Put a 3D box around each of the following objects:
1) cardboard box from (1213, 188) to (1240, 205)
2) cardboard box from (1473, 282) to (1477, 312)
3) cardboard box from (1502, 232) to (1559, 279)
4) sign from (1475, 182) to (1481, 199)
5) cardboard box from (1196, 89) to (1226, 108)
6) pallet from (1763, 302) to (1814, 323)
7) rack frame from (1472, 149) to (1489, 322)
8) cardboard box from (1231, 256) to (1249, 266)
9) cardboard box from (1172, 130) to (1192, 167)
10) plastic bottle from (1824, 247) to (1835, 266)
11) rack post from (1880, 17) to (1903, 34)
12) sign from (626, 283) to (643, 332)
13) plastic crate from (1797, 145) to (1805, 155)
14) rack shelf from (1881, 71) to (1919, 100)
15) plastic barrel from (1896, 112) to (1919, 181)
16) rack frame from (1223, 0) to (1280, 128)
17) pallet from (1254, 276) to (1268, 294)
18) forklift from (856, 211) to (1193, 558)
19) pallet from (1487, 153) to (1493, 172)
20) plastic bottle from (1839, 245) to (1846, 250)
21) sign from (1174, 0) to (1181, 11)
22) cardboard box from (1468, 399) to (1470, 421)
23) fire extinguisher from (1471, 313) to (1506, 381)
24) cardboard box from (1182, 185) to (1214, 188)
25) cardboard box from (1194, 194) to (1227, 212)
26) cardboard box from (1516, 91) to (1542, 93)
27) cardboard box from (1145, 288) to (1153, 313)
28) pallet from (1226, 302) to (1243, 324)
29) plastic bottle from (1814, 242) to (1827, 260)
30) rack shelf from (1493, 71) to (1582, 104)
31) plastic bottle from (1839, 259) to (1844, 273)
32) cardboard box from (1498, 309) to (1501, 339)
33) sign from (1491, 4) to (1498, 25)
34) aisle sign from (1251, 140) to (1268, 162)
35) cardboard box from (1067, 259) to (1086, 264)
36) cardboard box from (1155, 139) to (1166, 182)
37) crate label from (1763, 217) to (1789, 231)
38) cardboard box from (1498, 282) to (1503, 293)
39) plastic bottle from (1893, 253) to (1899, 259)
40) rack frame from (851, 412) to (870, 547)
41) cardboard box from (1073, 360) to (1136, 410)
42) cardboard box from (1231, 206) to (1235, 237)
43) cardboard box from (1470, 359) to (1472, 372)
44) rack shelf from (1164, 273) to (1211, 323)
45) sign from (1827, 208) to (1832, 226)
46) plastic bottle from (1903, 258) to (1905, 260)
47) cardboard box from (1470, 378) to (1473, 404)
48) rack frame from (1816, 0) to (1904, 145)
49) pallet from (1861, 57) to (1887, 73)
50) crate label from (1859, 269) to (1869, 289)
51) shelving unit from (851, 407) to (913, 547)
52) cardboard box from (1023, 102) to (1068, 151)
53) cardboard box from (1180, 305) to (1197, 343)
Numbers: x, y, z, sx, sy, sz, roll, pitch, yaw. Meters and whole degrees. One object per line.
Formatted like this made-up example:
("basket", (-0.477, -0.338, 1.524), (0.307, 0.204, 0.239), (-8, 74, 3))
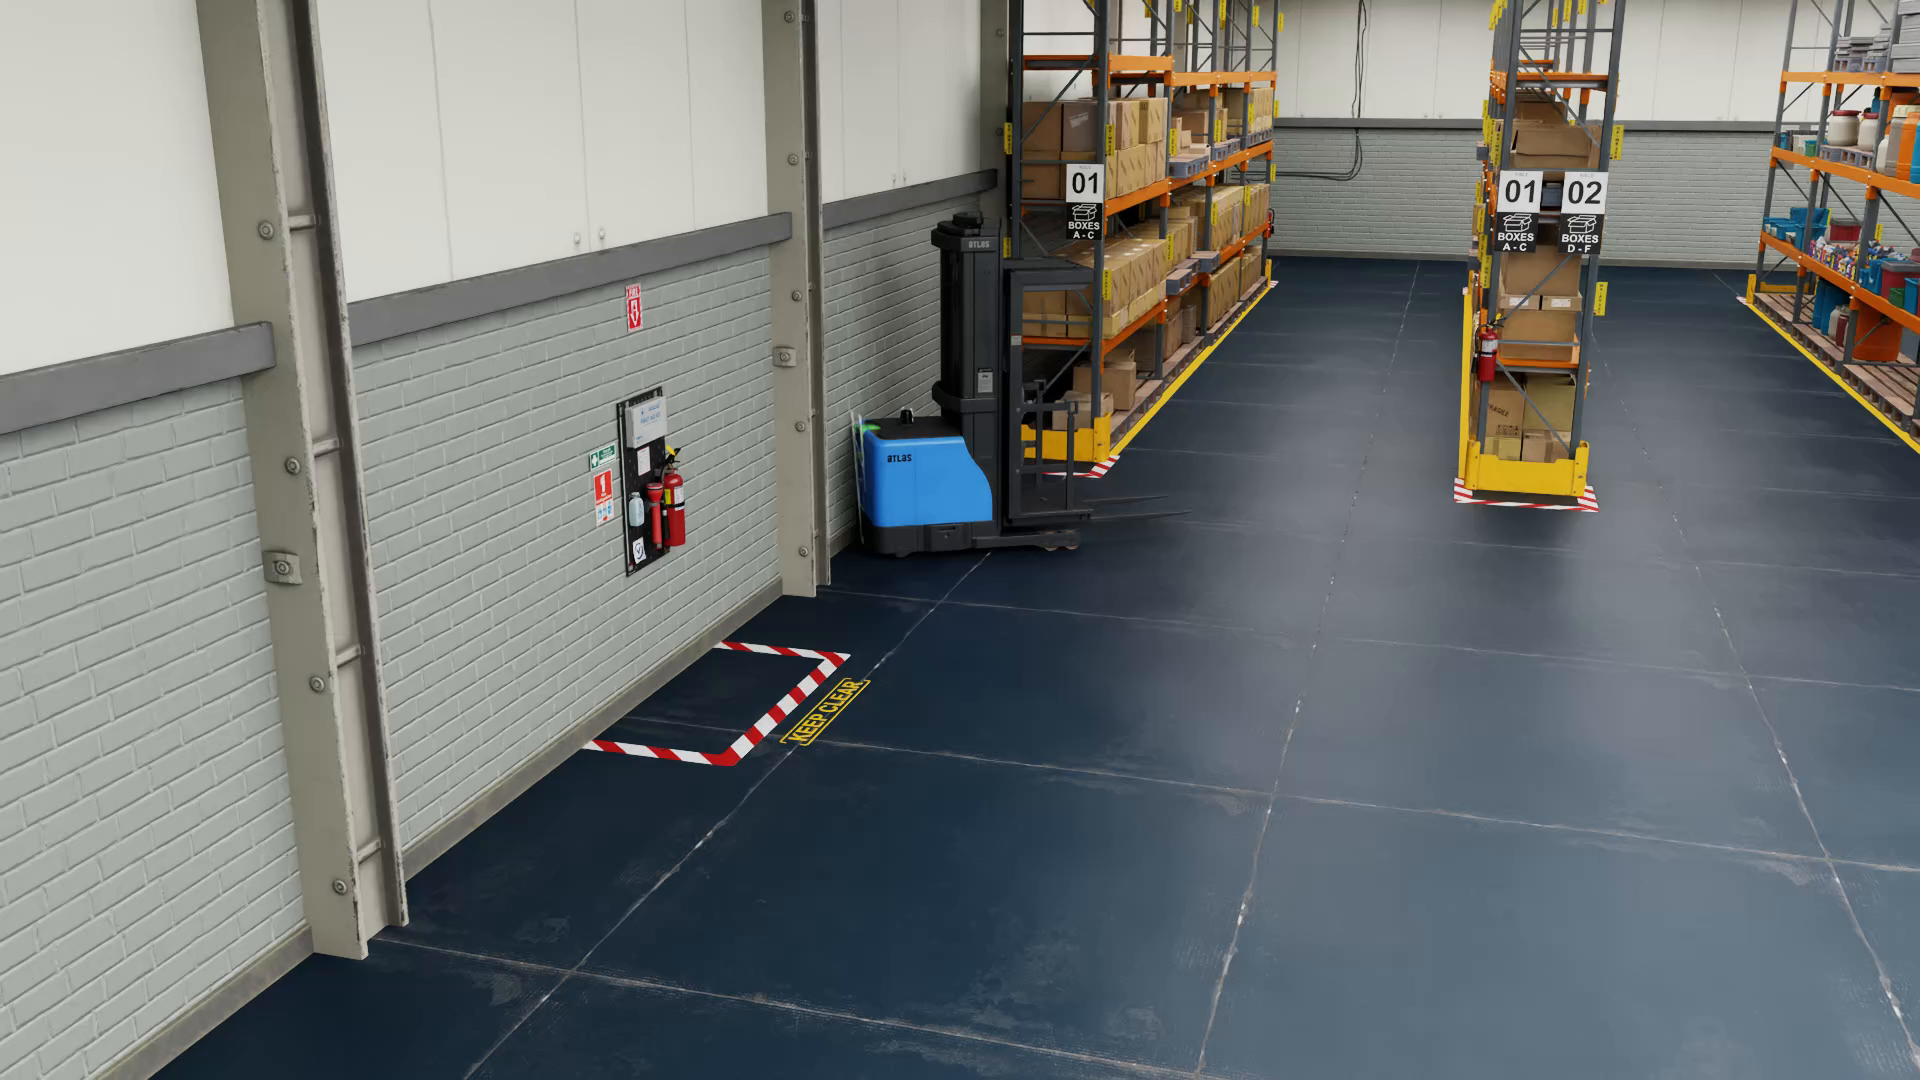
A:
("cardboard box", (4.416, -5.784, 28.007), (0.500, 0.250, 0.500), (5, 17, 17))
("cardboard box", (8.837, -4.016, 27.687), (0.500, 0.500, 0.500), (4, 16, 13))
("cardboard box", (6.245, -3.052, 17.954), (0.700, 0.500, 0.500), (5, 16, 16))
("sign", (9.825, -6.620, 31.505), (0.100, 0.325, 0.005), (5, 16, 16))
("cardboard box", (4.433, -7.680, 29.282), (0.500, 0.500, 0.500), (4, 16, 15))
("pallet", (14.473, -3.904, 28.626), (1.003, 0.211, 1.213), (5, 16, 16))
("rack frame", (9.208, -5.115, 27.785), (1.000, 3.000, 0.127), (5, 16, 16))
("cardboard box", (5.041, -5.072, 30.259), (0.380, 0.149, 0.250), (5, 17, 18))
("cardboard box", (2.864, -5.622, 23.850), (0.797, 0.503, 0.637), (7, 17, 24))
("plastic bottle", (13.131, -4.275, 25.054), (0.152, 0.276, 0.135), (5, 16, 16))
("rack post", (12.947, -7.029, 22.594), (0.624, 0.289, 0.986), (5, 16, 16))
("sign", (-2.124, -1.516, 10.850), (0.001, 0.298, 0.199), (5, 16, 16))
("plastic crate", (13.953, -6.408, 27.331), (0.293, 0.136, 0.466), (5, 16, 16))
("rack shelf", (12.251, -5.507, 20.227), (1.077, 0.370, 4.000), (5, 16, 16))
("plastic barrel", (12.192, -4.964, 20.969), (0.600, 0.830, 0.708), (5, 16, 16))
("rack frame", (5.595, -9.430, 32.007), (1.000, 3.000, 0.127), (5, 16, 16))
("pallet", (5.442, -4.987, 32.447), (1.003, 0.211, 1.213), (5, 16, 16))
("forklift", (0.605, -1.450, 14.991), (3.031, 2.935, 1.130), (-4, 16, -13))
("pallet", (7.965, -5.236, 23.062), (1.213, 0.211, 1.003), (5, 17, 18))
("plastic bottle", (13.342, -4.324, 25.226), (0.152, 0.276, 0.135), (5, 16, 16))
("sign", (2.699, -6.732, 20.635), (0.100, 0.325, 0.005), (5, 16, 16))
("cardboard box", (6.218, -1.542, 19.460), (0.500, 0.250, 0.500), (5, 16, 16))
("fire extinguisher", (5.319, -1.943, 16.745), (0.296, 0.674, 0.183), (5, 16, 16))
("cardboard box", (4.077, -5.959, 28.624), (0.500, 0.250, 0.500), (5, 17, 18))
("cardboard box", (3.988, -5.383, 26.594), (0.500, 0.250, 0.500), (5, 17, 16))
("cardboard box", (9.310, -7.217, 27.685), (0.700, 0.500, 0.500), (5, 16, 16))
("cardboard box", (2.063, -2.932, 20.329), (0.500, 0.250, 0.500), (5, 16, 16))
("pallet", (4.311, -3.949, 28.784), (1.003, 0.211, 1.213), (5, 16, 16))
("plastic bottle", (13.356, -4.483, 25.784), (0.152, 0.276, 0.135), (5, 16, 16))
("rack shelf", (7.503, -5.893, 21.585), (1.077, 0.370, 4.000), (5, 16, 16))
("plastic bottle", (12.808, -3.968, 24.108), (0.097, 0.201, 0.097), (0, 16, 0))
("cardboard box", (6.234, -2.412, 18.072), (0.700, 0.500, 0.500), (5, 17, 16))
("sign", (8.693, -8.535, 26.994), (0.100, 0.325, 0.005), (5, 16, 16))
("aisle sign", (5.903, -7.791, 32.455), (0.394, 0.787, 0.004), (5, 16, 16))
("cardboard box", (1.130, -2.927, 18.937), (0.500, 0.500, 0.500), (5, 17, 17))
("cardboard box", (2.277, -4.754, 20.796), (0.500, 0.500, 0.500), (5, 17, 17))
("crate label", (14.707, -5.685, 29.994), (0.416, 0.233, 0.303), (5, 16, 16))
("cardboard box", (5.943, -2.651, 17.728), (0.380, 0.149, 0.250), (5, 17, 17))
("plastic bottle", (13.640, -4.040, 24.231), (0.097, 0.271, 0.097), (0, 16, 0))
("rack frame", (-0.890, -0.542, 14.961), (0.015, 1.200, 0.240), (-8, 11, -21))
("cardboard box", (1.749, -1.879, 20.151), (0.700, 0.500, 0.500), (4, 16, 12))
("cardboard box", (4.282, -5.293, 27.650), (0.500, 0.500, 0.500), (5, 16, 16))
("cardboard box", (7.211, -2.431, 22.593), (0.500, 0.250, 0.500), (5, 17, 17))
("rack shelf", (2.753, -3.582, 23.700), (1.077, 0.370, 4.000), (5, 16, 16))
("sign", (15.625, -5.816, 29.959), (0.100, 0.325, 0.005), (5, 16, 16))
("plastic bottle", (13.385, -3.863, 23.609), (0.097, 0.271, 0.097), (0, 16, 0))
("cardboard box", (6.079, -1.772, 18.895), (0.500, 0.500, 0.500), (5, 16, 16))
("rack frame", (13.956, -7.616, 25.609), (1.000, 3.000, 0.127), (5, 16, 16))
("pallet", (13.054, -6.472, 22.657), (1.213, 0.211, 1.003), (5, 16, 16))
("crate label", (12.341, -3.521, 22.475), (0.303, 0.233, 0.416), (5, 16, 16))
("shelving unit", (-0.664, -0.574, 15.048), (0.503, 1.200, 0.258), (-8, 11, -21))
("cardboard box", (0.920, -4.473, 17.974), (0.500, 0.500, 0.500), (5, 17, 18))
("cardboard box", (3.167, -3.268, 25.049), (0.700, 0.500, 0.500), (5, 17, 17))
